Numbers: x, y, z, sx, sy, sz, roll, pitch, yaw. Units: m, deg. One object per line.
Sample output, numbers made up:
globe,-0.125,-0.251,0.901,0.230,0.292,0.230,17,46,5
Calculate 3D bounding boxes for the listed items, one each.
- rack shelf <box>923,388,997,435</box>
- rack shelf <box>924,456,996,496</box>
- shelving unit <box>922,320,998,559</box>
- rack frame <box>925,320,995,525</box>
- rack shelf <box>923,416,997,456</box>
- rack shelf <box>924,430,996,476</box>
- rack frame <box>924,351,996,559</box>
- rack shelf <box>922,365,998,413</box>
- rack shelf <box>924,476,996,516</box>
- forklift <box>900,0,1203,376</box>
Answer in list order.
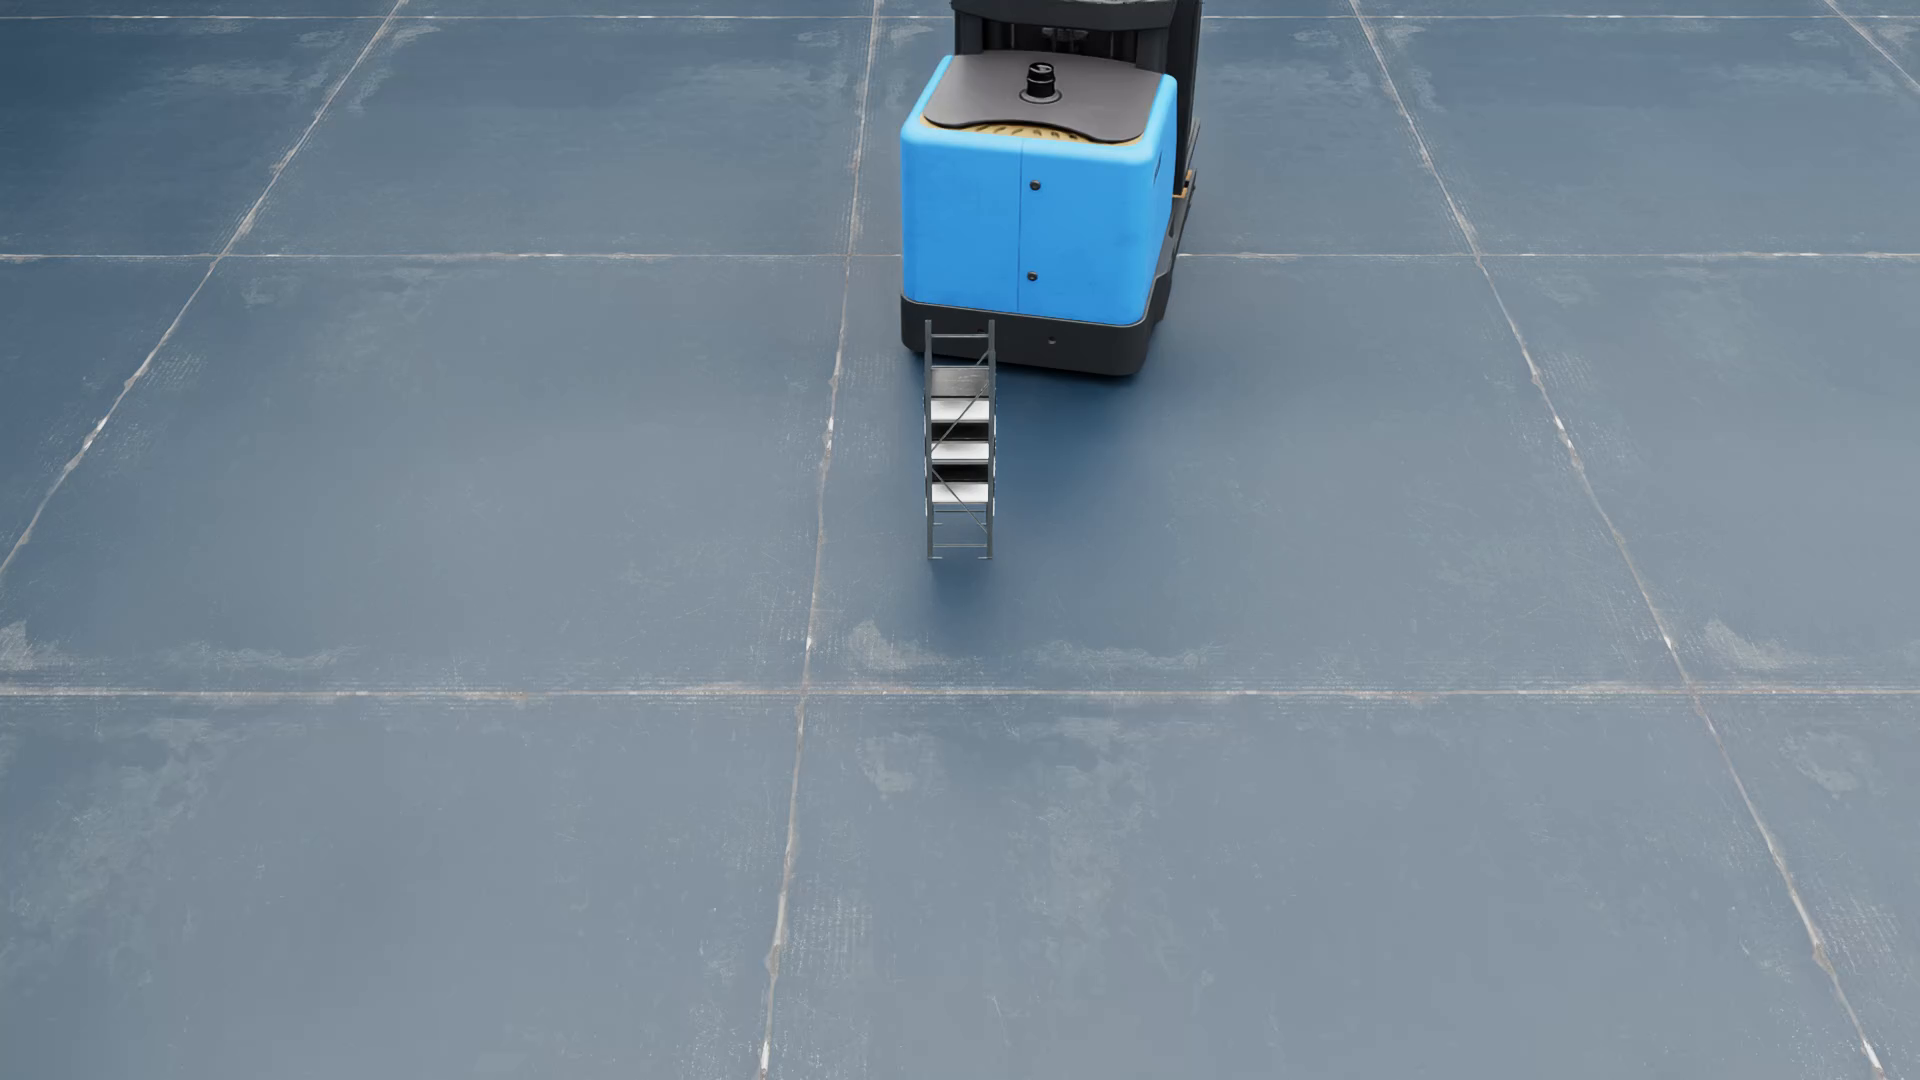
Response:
rack shelf,0.000,-0.461,5.871,0.258,0.077,0.200,0,39,0
rack shelf,0.000,-0.250,6.039,0.258,0.077,0.200,0,39,0
shelving unit,0.000,-0.346,5.962,0.258,0.900,0.210,0,39,0
rack frame,0.000,-0.410,6.042,0.240,0.900,0.006,0,39,0
rack shelf,0.000,-0.390,5.927,0.258,0.077,0.200,0,39,0
rack shelf,0.000,-0.320,5.983,0.258,0.077,0.200,0,39,0
rack frame,0.000,-0.282,5.883,0.240,0.900,0.006,0,39,0
rack shelf,0.000,-0.531,5.814,0.258,0.077,0.200,0,39,0
rack shelf,0.000,-0.180,6.096,0.258,0.077,0.200,0,39,0
forklift,0.571,-2.760,7.351,1.130,2.935,3.031,8,39,10
